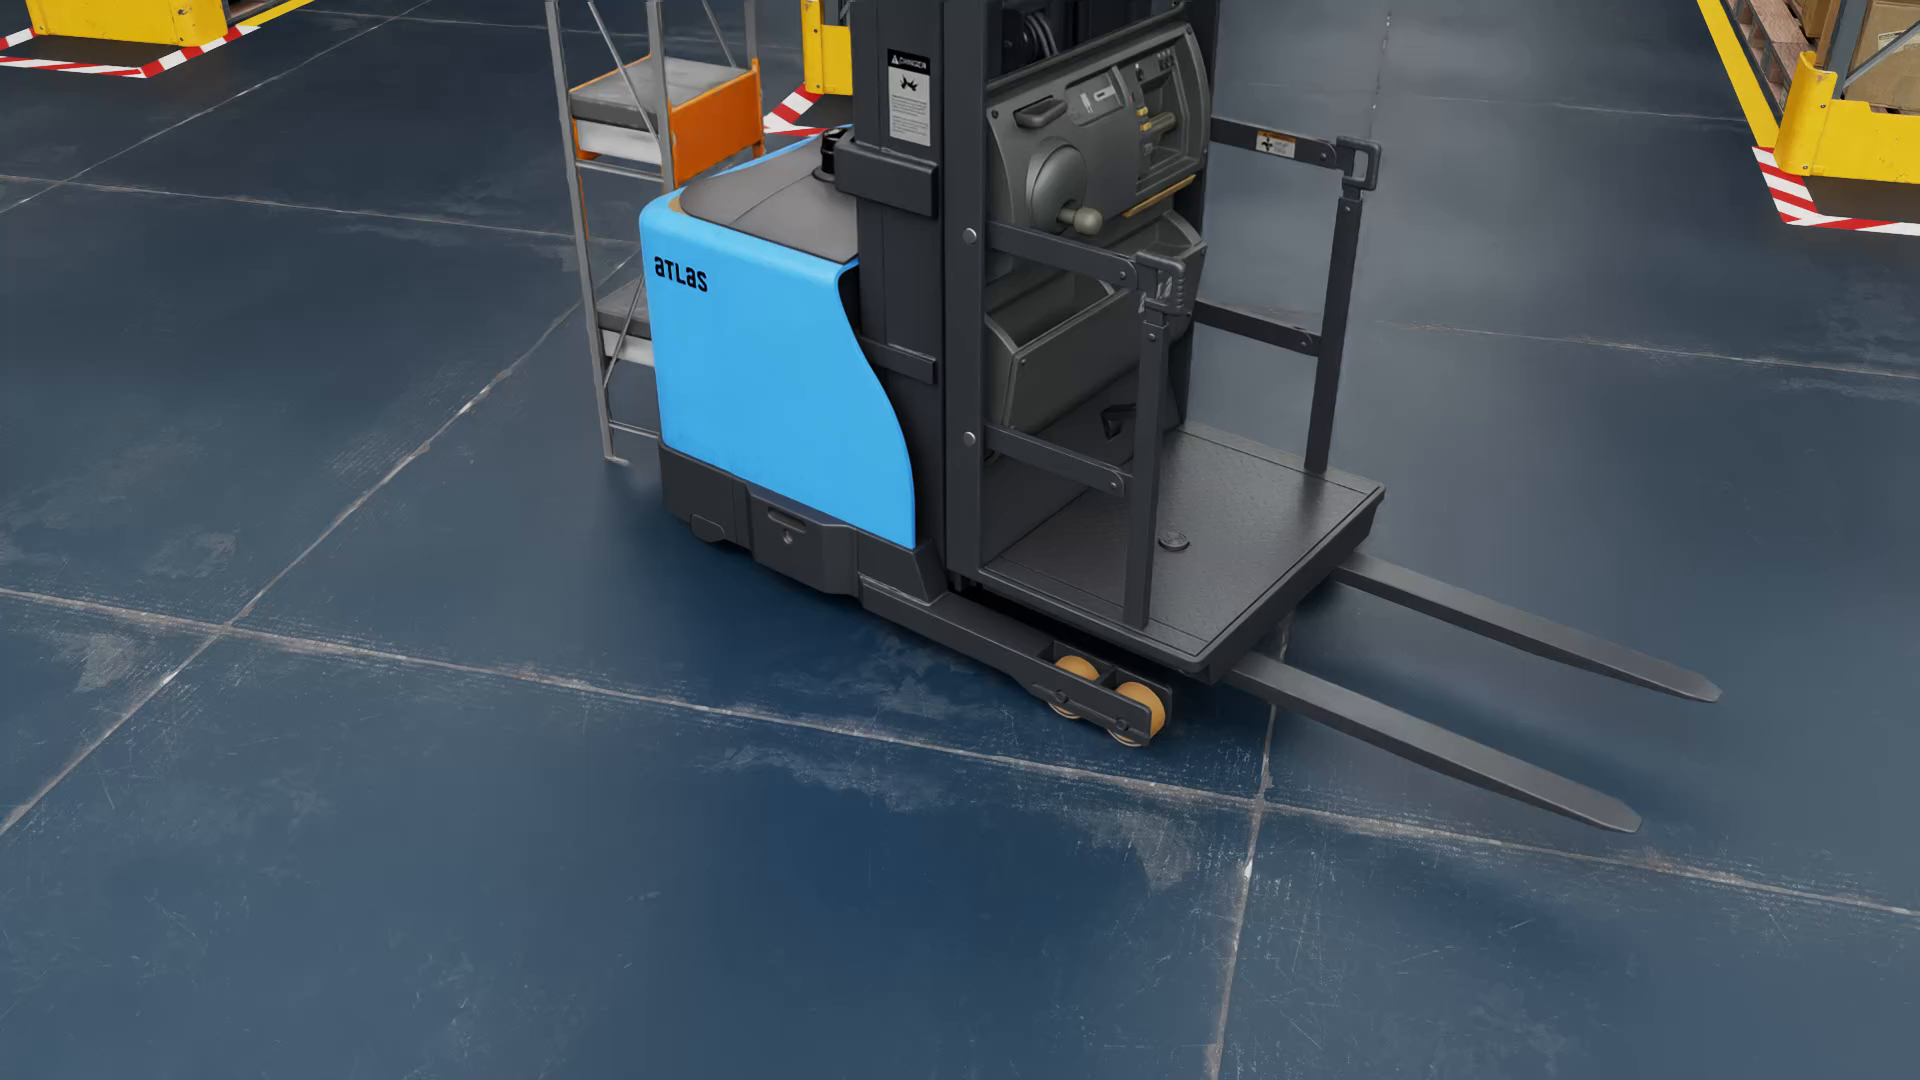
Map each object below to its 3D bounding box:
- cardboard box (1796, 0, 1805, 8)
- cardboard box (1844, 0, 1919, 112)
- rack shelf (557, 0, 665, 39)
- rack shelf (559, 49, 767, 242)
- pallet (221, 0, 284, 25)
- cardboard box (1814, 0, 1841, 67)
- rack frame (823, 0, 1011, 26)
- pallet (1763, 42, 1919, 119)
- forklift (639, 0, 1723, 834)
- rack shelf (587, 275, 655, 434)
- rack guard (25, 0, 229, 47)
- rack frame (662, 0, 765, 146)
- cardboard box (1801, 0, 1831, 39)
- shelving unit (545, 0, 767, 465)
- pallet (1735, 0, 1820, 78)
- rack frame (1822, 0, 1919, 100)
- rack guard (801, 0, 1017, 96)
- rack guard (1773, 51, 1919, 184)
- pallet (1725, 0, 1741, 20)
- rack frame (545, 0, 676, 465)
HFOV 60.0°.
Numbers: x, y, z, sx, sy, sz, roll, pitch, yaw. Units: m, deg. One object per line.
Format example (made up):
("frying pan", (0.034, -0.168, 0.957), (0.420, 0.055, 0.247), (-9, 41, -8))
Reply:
("cardboard box", (5.215, -3.372, 9.696), (0.500, 0.500, 0.500), (5, 33, 8))
("cardboard box", (4.734, -2.451, 8.248), (0.500, 0.500, 0.500), (14, 35, 21))
("rack shelf", (-0.921, -1.813, 4.865), (0.431, 0.518, 0.480), (15, 35, 22))
("rack shelf", (-0.921, -1.222, 5.241), (0.431, 0.518, 0.480), (15, 35, 22))
("pallet", (-4.868, -3.583, 10.690), (1.003, 0.211, 1.213), (8, 33, 12))
("cardboard box", (4.853, -2.766, 8.743), (0.500, 0.500, 0.500), (17, 36, 25))
("rack frame", (-0.231, -3.681, 8.245), (1.000, 3.000, 0.127), (8, 33, 12))
("pallet", (4.819, -2.286, 8.650), (1.003, 0.211, 1.213), (8, 33, 12))
("forklift", (0.537, -1.016, 4.117), (3.031, 2.935, 1.130), (22, 39, 31))
("rack shelf", (-0.921, -0.631, 5.616), (0.431, 0.518, 0.480), (15, 35, 22))
("rack guard", (-5.027, -3.290, 9.959), (1.175, 0.500, 0.348), (8, 33, 12))
("rack frame", (-0.811, -1.350, 5.417), (0.400, 2.100, 0.015), (15, 35, 22))
("cardboard box", (5.030, -3.088, 9.250), (0.500, 0.500, 0.500), (11, 34, 17))
("shelving unit", (-0.921, -1.234, 5.233), (0.431, 2.100, 0.503), (15, 35, 22))
("pallet", (5.131, -2.917, 9.642), (1.003, 0.211, 1.213), (8, 33, 12))
("rack frame", (4.560, -3.007, 7.184), (1.000, 3.000, 0.127), (8, 33, 12))
("rack guard", (-0.257, -2.672, 8.987), (1.175, 0.500, 0.348), (8, 33, 12))
("rack guard", (4.579, -1.991, 7.917), (1.175, 0.500, 0.348), (8, 33, 12))
("pallet", (5.439, -3.552, 10.641), (1.003, 0.211, 1.213), (8, 33, 12))
("rack frame", (-1.032, -1.117, 5.050), (0.400, 2.100, 0.015), (15, 35, 22))
